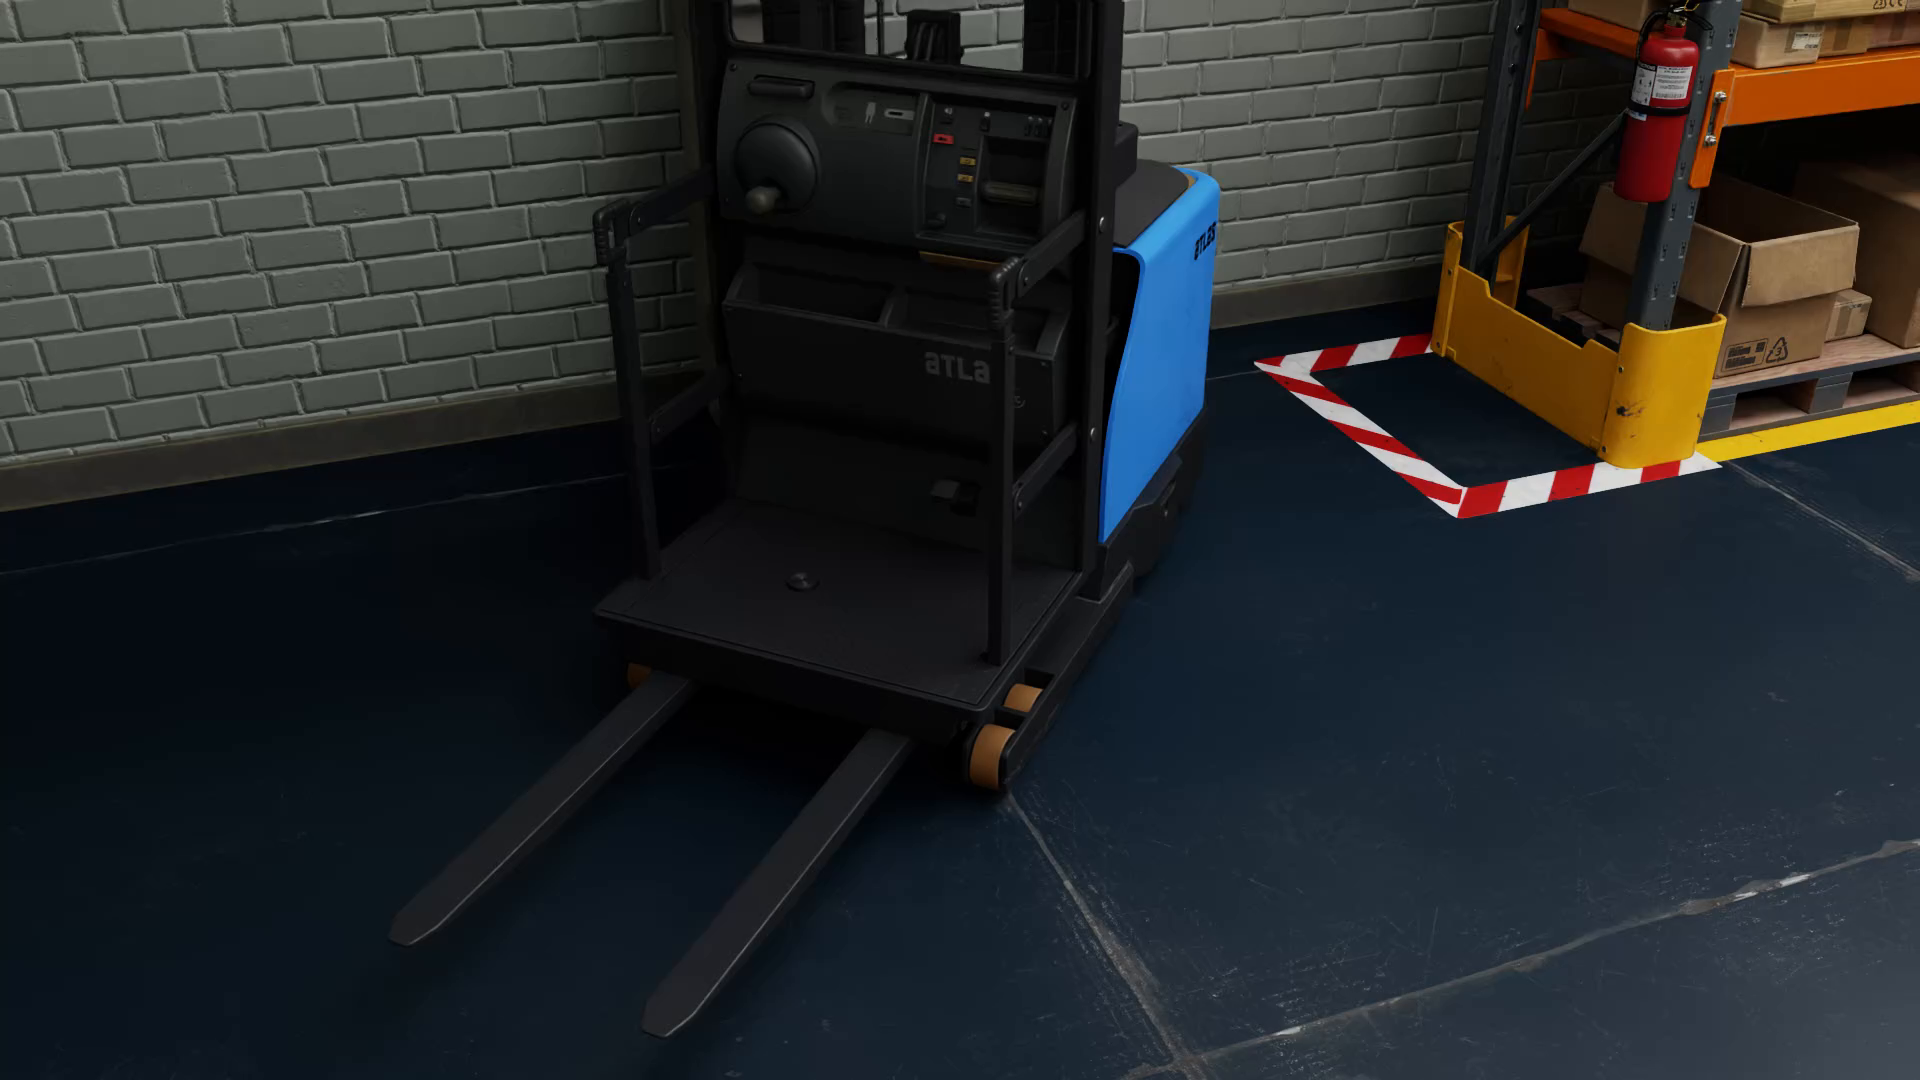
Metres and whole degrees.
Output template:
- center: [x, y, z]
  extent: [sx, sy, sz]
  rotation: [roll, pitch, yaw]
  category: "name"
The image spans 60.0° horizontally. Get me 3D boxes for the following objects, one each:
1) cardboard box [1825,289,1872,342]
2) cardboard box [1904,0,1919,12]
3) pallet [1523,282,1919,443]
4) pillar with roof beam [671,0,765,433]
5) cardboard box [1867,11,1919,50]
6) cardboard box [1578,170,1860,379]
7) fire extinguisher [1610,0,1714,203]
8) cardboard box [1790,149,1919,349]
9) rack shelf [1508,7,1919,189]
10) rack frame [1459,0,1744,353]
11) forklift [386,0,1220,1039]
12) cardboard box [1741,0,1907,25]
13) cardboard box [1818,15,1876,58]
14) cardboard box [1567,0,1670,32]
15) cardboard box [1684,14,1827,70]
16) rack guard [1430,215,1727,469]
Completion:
- center: [3.154, -0.884, 6.227]
  extent: [0.250, 0.149, 0.380]
  rotation: [-12, 32, -20]
  category: "cardboard box"
- center: [3.127, -1.928, 5.455]
  extent: [0.500, 0.250, 0.500]
  rotation: [-10, 31, -17]
  category: "cardboard box"
- center: [2.954, -0.763, 6.376]
  extent: [1.213, 0.211, 1.003]
  rotation: [-10, 31, -18]
  category: "pallet"
- center: [0.796, -2.386, 0.347]
  extent: [0.400, 9.000, 9.100]
  rotation: [-10, 31, -18]
  category: "pillar with roof beam"
- center: [2.996, -1.771, 5.581]
  extent: [0.250, 0.149, 0.380]
  rotation: [-11, 31, -18]
  category: "cardboard box"
- center: [2.742, -0.983, 6.043]
  extent: [0.637, 0.503, 0.797]
  rotation: [-12, 32, -20]
  category: "cardboard box"
- center: [2.159, -1.388, 5.111]
  extent: [0.183, 0.674, 0.296]
  rotation: [-10, 31, -18]
  category: "fire extinguisher"
- center: [3.557, -1.111, 6.271]
  extent: [0.500, 0.500, 0.700]
  rotation: [-9, 31, -16]
  category: "cardboard box"
- center: [4.010, -1.856, 6.204]
  extent: [4.000, 0.370, 1.077]
  rotation: [-10, 31, -18]
  category: "rack shelf"
- center: [2.136, -1.823, 5.420]
  extent: [0.127, 3.000, 1.000]
  rotation: [-10, 31, -18]
  category: "rack frame"
- center: [-0.253, -0.889, 3.850]
  extent: [1.130, 2.935, 3.031]
  rotation: [12, 32, 20]
  category: "forklift"
- center: [2.655, -1.841, 5.302]
  extent: [0.500, 0.250, 0.500]
  rotation: [-10, 31, -17]
  category: "cardboard box"
- center: [2.762, -1.709, 5.473]
  extent: [0.250, 0.149, 0.380]
  rotation: [-10, 31, -16]
  category: "cardboard box"
- center: [2.353, -1.896, 5.802]
  extent: [0.250, 0.149, 0.380]
  rotation: [-11, 31, -18]
  category: "cardboard box"
- center: [2.540, -1.644, 5.359]
  extent: [0.250, 0.149, 0.380]
  rotation: [-11, 31, -18]
  category: "cardboard box"
- center: [2.207, -0.750, 6.062]
  extent: [0.348, 0.500, 1.175]
  rotation: [-10, 31, -18]
  category: "rack guard"
